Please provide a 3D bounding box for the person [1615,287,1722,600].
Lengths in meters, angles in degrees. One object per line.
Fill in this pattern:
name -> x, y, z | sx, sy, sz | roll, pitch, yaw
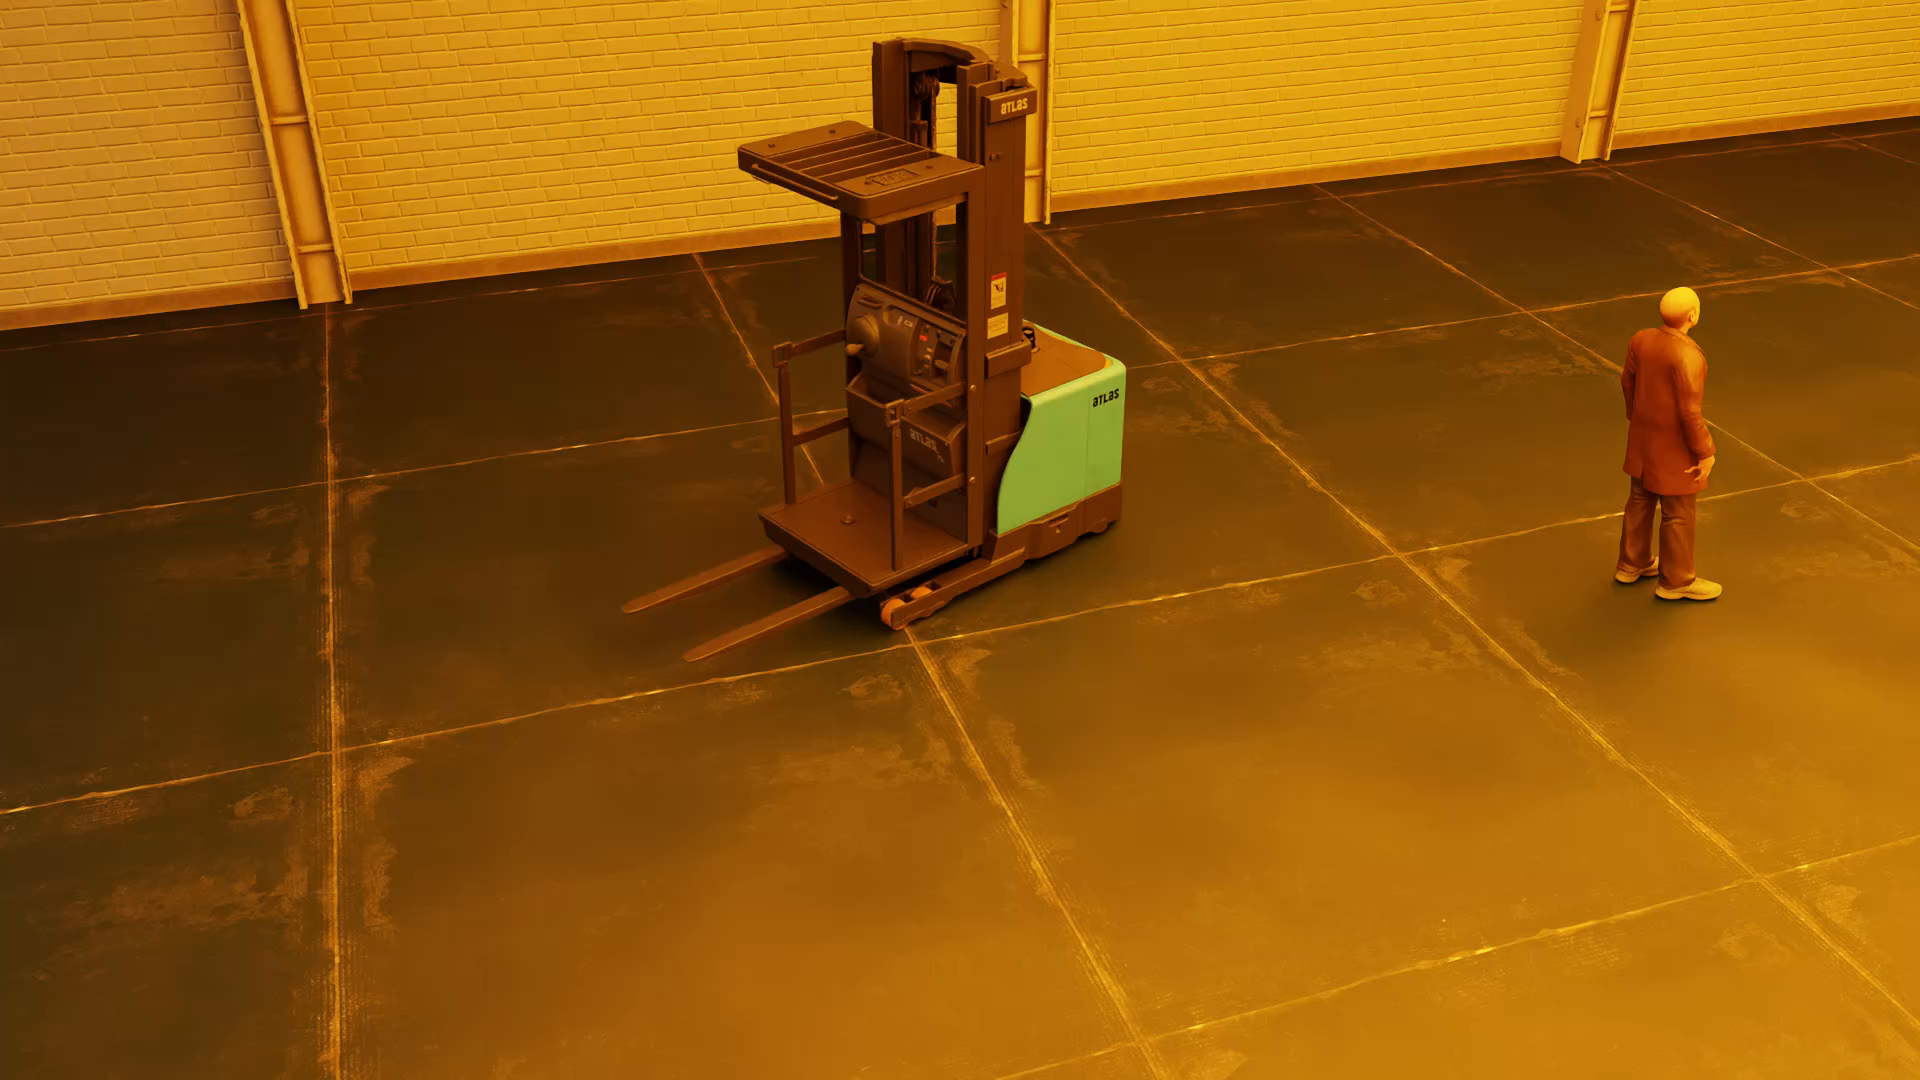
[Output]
person -> 3.972, -0.556, 9.194 | 0.582, 1.775, 0.694 | -8, 31, -13

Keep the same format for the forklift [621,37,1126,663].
forklift -> -0.461, -1.072, 8.951 | 3.031, 2.935, 1.130 | -23, 37, -34
